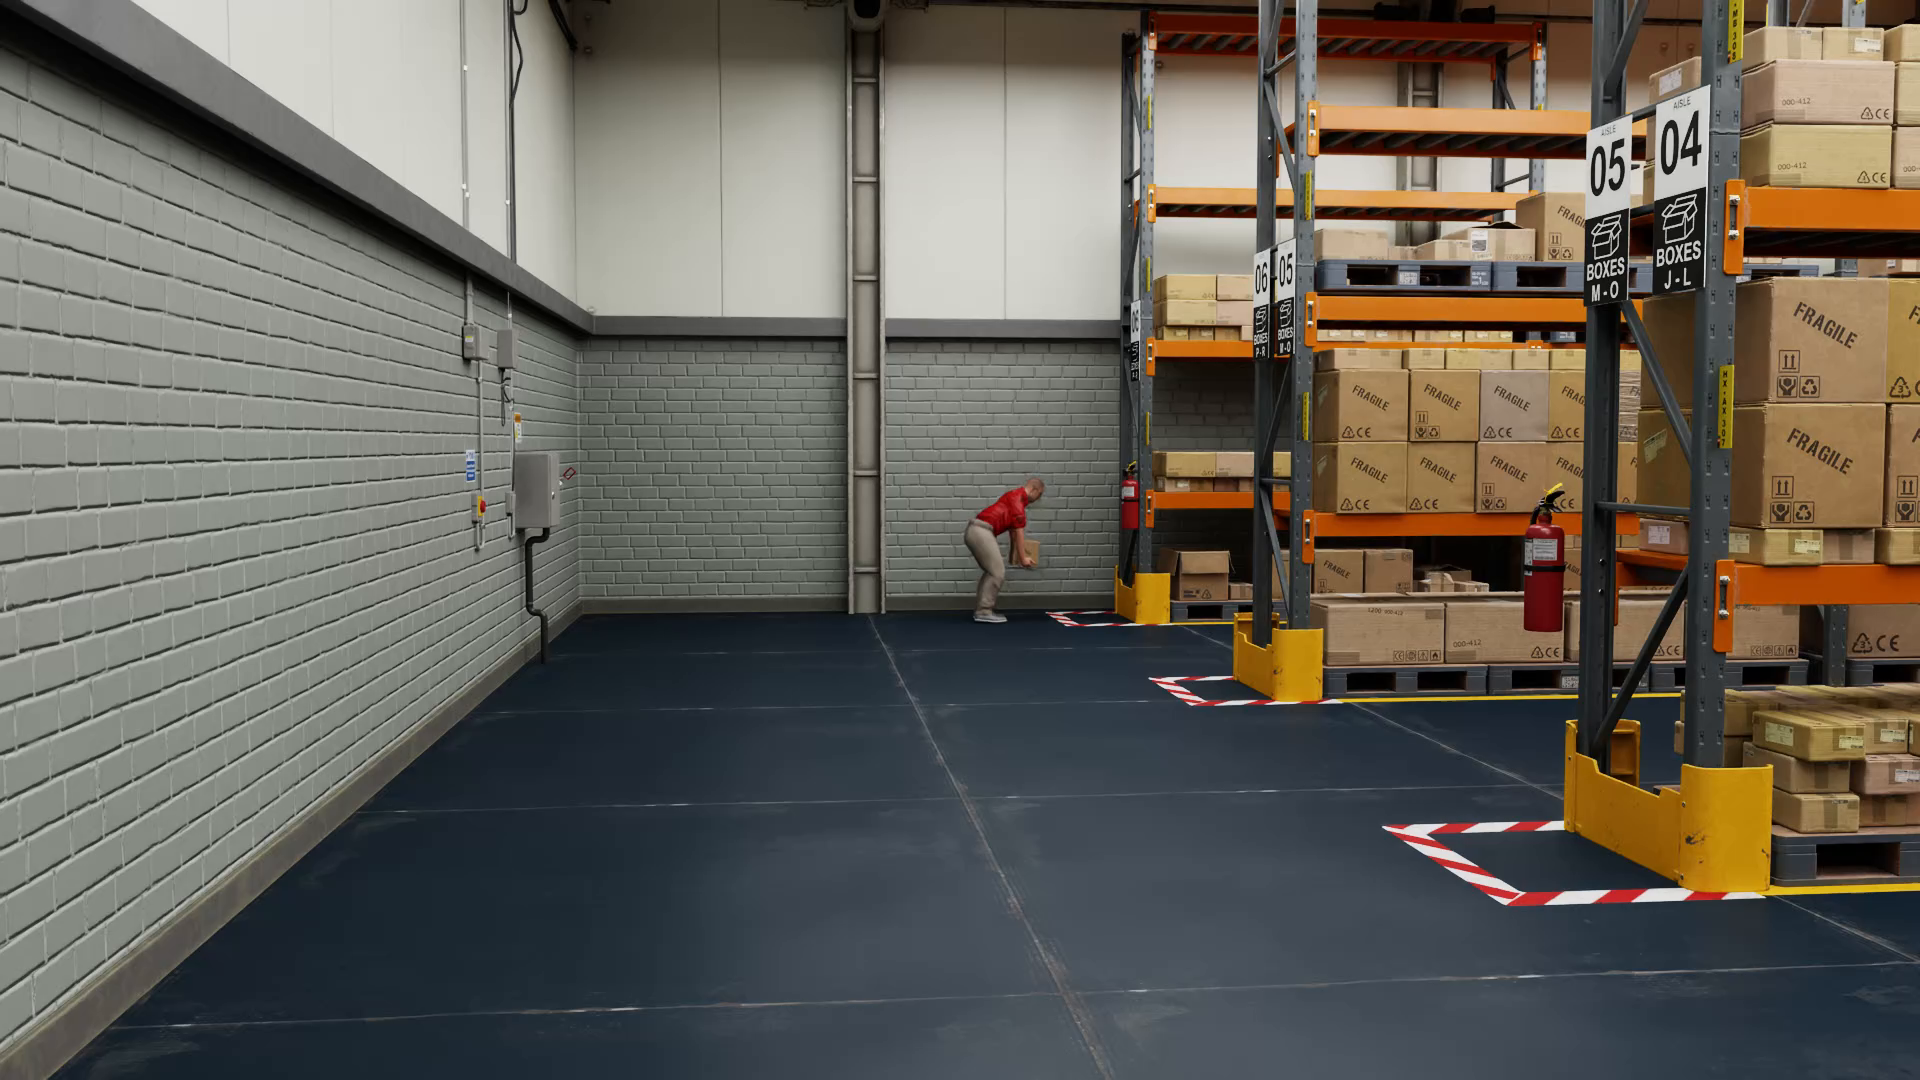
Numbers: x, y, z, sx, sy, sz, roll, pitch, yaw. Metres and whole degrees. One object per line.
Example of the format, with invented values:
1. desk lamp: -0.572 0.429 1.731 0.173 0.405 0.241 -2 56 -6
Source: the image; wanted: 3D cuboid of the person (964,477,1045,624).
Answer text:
1. person: 0.450 0.096 16.699 0.816 1.455 0.488 0 3 -8
